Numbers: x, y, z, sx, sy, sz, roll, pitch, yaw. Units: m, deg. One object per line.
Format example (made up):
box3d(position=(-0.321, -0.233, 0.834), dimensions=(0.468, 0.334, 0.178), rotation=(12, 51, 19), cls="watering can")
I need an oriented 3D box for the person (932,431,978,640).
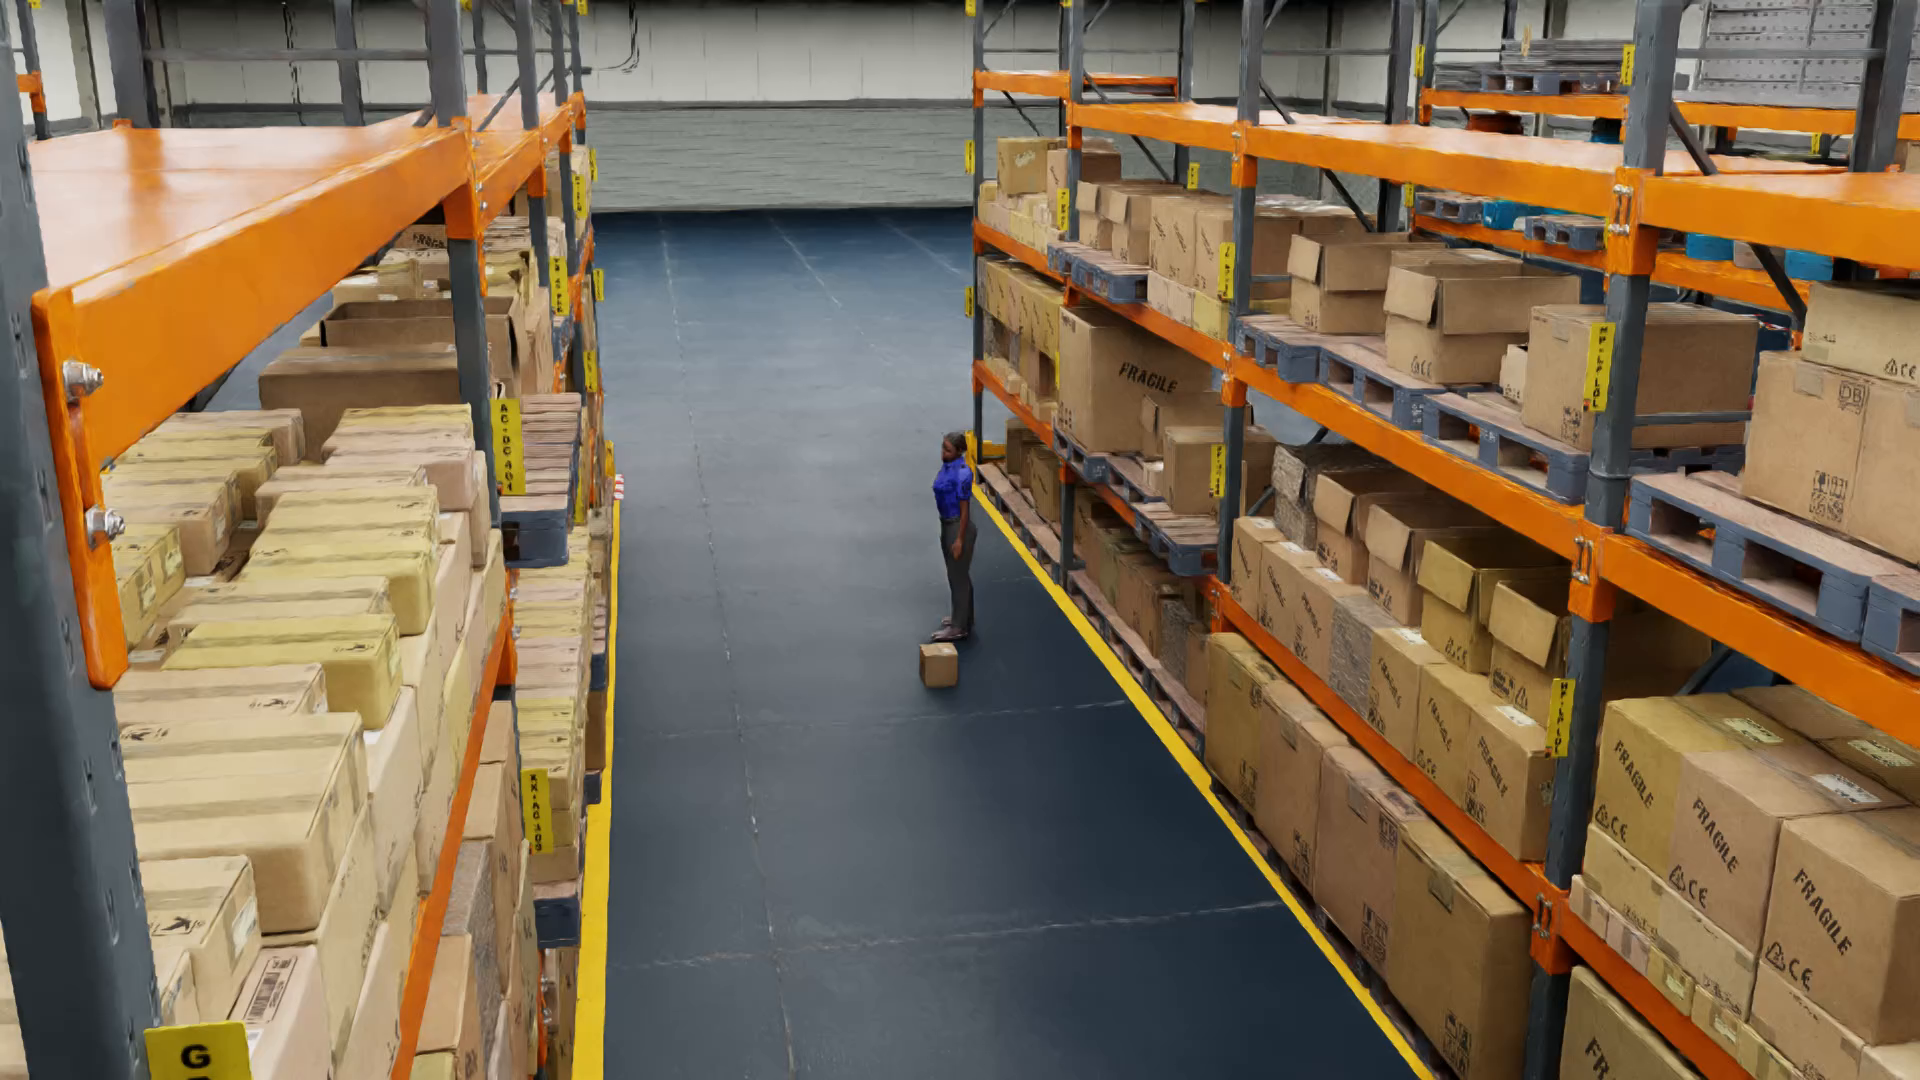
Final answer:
box3d(position=(-0.046, -0.046, 13.142), dimensions=(0.427, 1.664, 0.601), rotation=(-5, 17, -17), cls="person")
